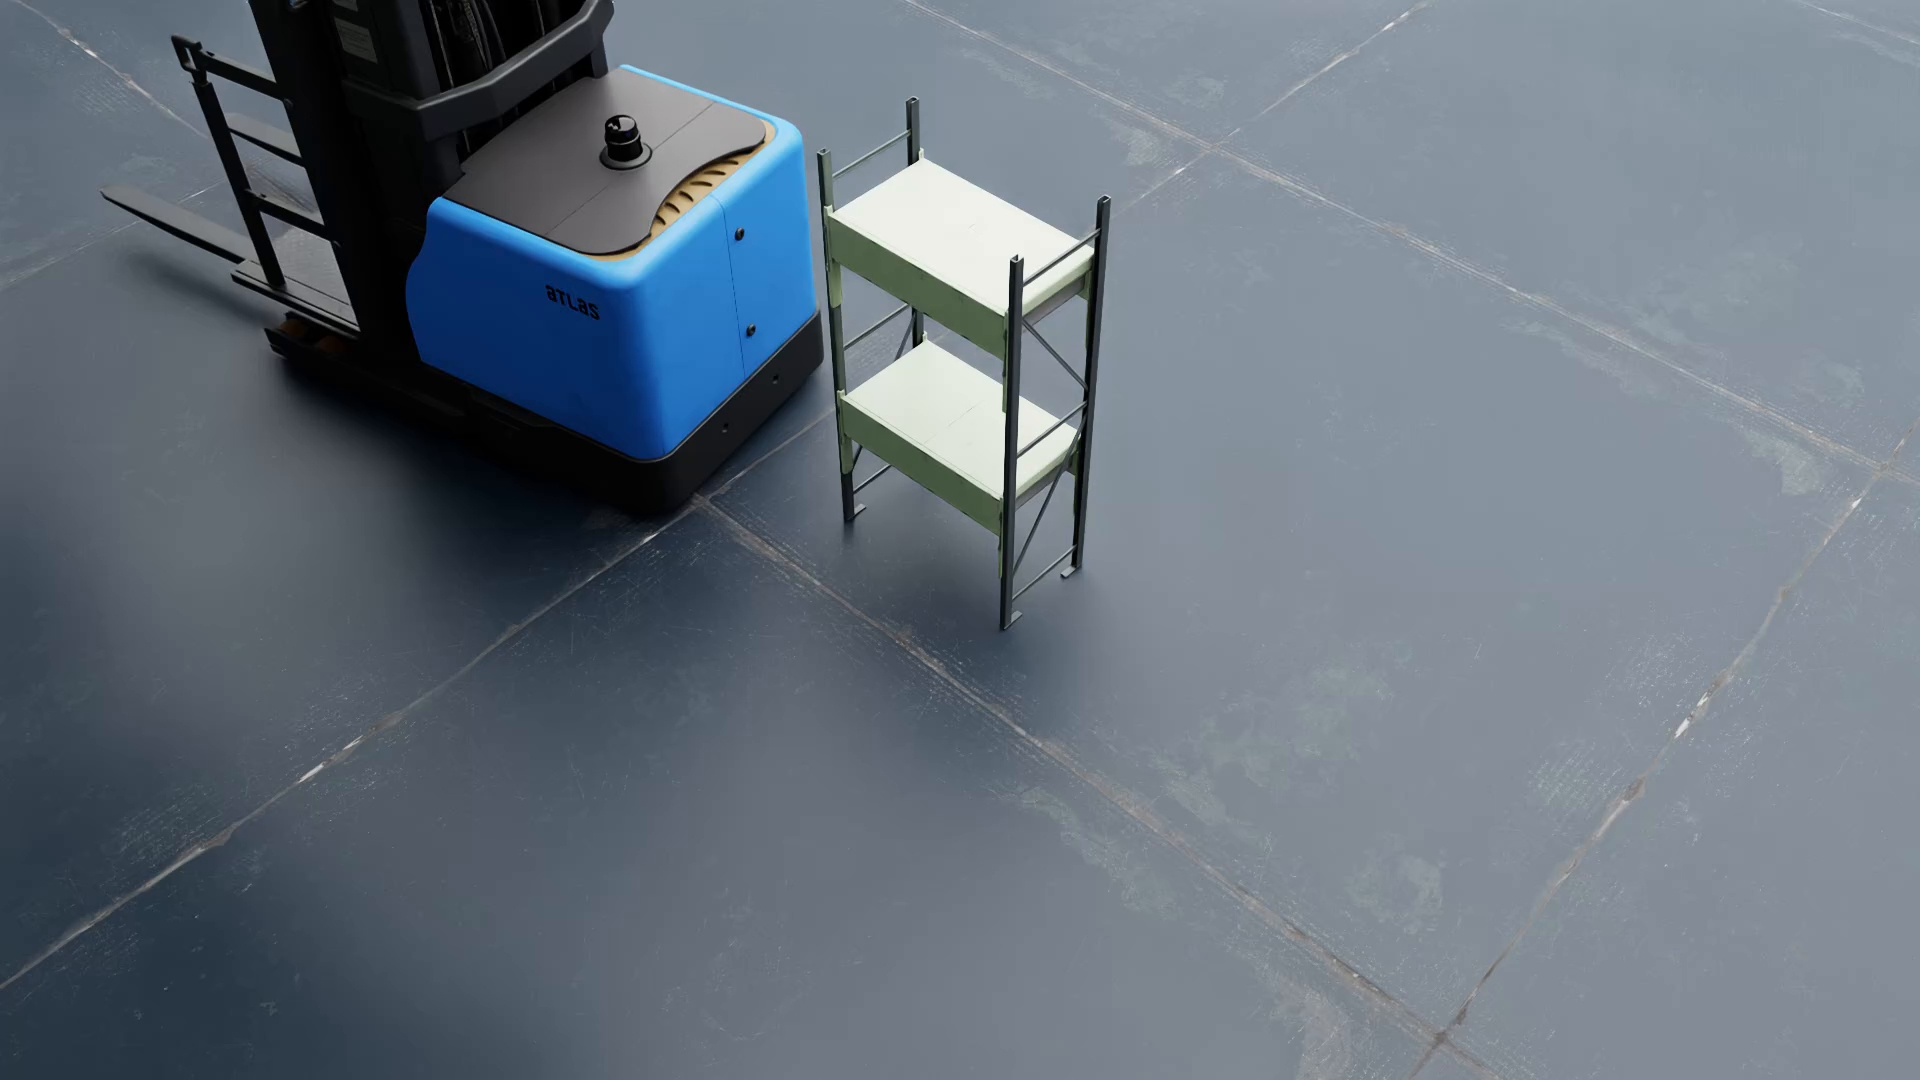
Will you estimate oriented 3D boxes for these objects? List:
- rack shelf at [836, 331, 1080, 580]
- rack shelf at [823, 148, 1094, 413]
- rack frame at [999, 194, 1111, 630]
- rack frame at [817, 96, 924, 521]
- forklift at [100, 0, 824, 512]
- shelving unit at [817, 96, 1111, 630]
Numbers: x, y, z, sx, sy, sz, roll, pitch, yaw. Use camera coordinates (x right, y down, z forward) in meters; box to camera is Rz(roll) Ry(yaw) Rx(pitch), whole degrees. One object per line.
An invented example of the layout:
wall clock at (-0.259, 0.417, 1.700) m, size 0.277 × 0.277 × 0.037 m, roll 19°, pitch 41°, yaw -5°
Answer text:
rack shelf at (0.005, -0.287, 5.438) m, size 0.720 × 0.370 × 0.431 m, roll 34°, pitch 55°, yaw 28°
rack shelf at (0.005, -0.777, 4.916) m, size 0.720 × 0.370 × 0.431 m, roll 34°, pitch 55°, yaw 28°
rack frame at (0.274, -0.329, 5.030) m, size 0.023 × 1.500 × 0.400 m, roll 34°, pitch 55°, yaw 28°
rack frame at (-0.264, -0.691, 5.370) m, size 0.023 × 1.500 × 0.400 m, roll 34°, pitch 55°, yaw 28°
forklift at (-2.043, -1.917, 5.539) m, size 3.031 × 2.935 × 1.130 m, roll 24°, pitch 51°, yaw 21°
shelving unit at (0.005, -0.510, 5.200) m, size 0.755 × 1.500 × 0.431 m, roll 34°, pitch 55°, yaw 28°
